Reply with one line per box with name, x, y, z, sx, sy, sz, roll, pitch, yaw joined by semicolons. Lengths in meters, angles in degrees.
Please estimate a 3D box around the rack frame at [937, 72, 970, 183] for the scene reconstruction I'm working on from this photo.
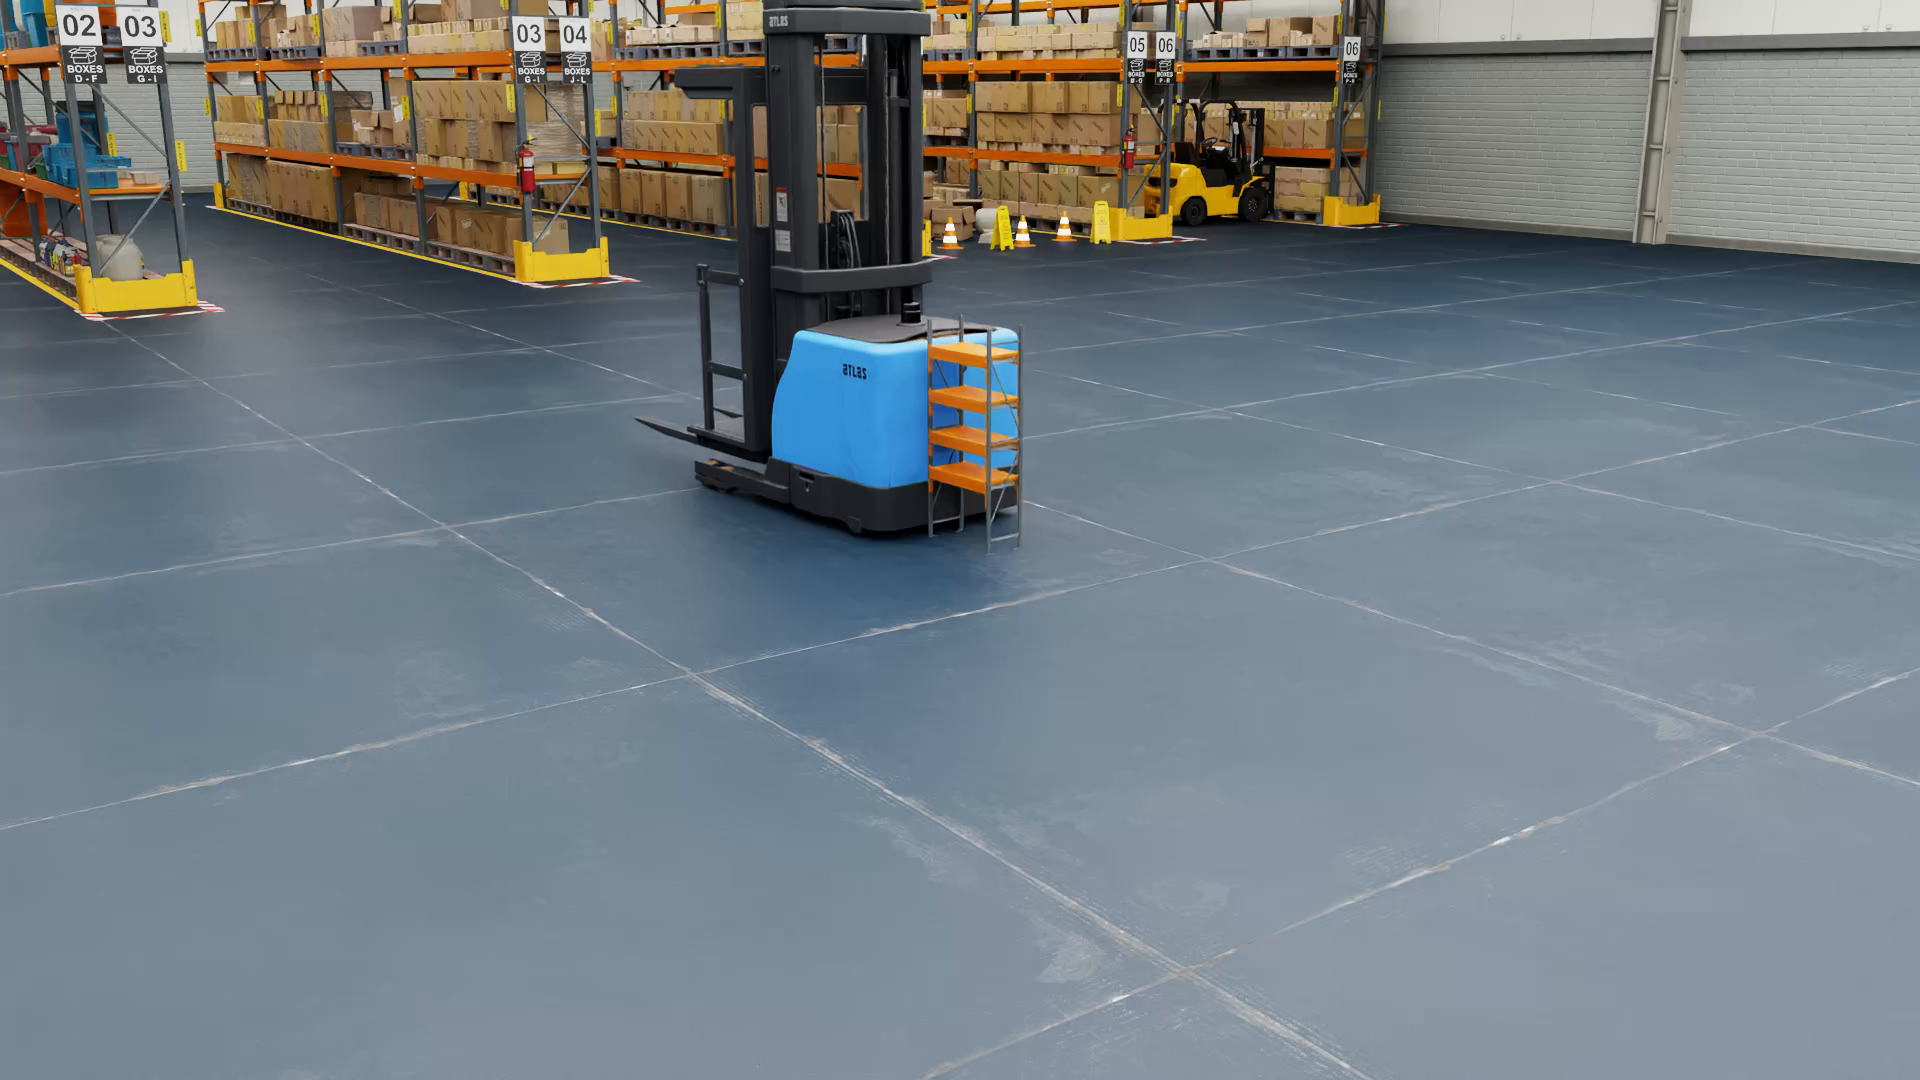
rack frame;-0.081;-9.666;38.709;1.000;3.000;0.127;-11;19;-35

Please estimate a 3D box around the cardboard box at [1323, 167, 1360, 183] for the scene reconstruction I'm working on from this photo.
cardboard box;6.845;-6.594;30.004;0.500;0.250;0.500;-11;19;-35

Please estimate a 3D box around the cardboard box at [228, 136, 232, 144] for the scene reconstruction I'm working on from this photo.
cardboard box;-13.914;-7.743;32.160;0.380;0.149;0.250;-11;19;-36

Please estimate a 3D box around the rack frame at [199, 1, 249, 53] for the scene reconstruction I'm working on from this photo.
rack frame;-14.462;-11.104;32.599;1.000;3.000;0.127;-11;19;-35

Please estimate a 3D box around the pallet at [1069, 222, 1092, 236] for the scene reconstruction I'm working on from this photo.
pallet;2.468;-5.182;27.610;1.003;0.211;1.213;-11;19;-35

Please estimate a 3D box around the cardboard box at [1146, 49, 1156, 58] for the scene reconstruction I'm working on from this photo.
cardboard box;3.030;-7.779;26.609;0.380;0.149;0.250;-11;19;-34

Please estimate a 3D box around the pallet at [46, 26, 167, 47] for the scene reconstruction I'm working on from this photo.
pallet;-9.468;-5.572;18.429;1.003;0.211;1.213;-11;19;-35

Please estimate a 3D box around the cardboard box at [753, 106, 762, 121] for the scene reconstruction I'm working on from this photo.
cardboard box;-2.728;-6.806;25.930;0.875;0.550;0.550;-11;19;-35

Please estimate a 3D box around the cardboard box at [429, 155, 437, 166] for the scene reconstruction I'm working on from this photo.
cardboard box;-7.217;-5.330;23.342;0.380;0.149;0.250;-11;19;-35

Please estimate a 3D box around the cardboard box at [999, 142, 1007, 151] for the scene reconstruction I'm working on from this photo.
cardboard box;0.907;-6.850;28.897;0.380;0.149;0.250;-11;19;-35

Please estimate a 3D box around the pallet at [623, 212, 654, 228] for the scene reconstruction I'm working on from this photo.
pallet;-5.284;-5.725;29.594;1.003;0.211;1.213;-11;19;-35

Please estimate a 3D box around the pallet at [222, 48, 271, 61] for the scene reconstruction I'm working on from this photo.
pallet;-13.295;-9.197;31.482;1.003;0.211;1.213;-11;19;-35

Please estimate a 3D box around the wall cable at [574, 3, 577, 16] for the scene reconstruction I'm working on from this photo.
wall cable;-10.018;-13.813;42.498;0.463;3.000;0.029;-11;19;-35

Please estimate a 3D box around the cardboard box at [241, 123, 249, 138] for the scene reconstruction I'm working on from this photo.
cardboard box;-13.188;-7.700;31.247;0.500;0.250;0.500;-10;18;-33

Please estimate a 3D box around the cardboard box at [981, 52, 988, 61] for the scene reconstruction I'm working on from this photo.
cardboard box;0.595;-8.406;28.900;0.380;0.149;0.250;-11;19;-35

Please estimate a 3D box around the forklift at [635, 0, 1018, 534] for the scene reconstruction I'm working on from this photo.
forklift;-0.984;-1.774;10.005;1.130;2.935;3.031;-12;20;-38

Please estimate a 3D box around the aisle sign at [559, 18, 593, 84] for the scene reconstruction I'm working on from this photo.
aisle sign;-4.775;-6.081;20.687;0.394;0.787;0.004;-11;19;-35

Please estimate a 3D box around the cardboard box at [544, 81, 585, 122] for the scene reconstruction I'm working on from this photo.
cardboard box;-5.157;-5.627;21.308;0.500;0.500;0.500;-11;19;-35

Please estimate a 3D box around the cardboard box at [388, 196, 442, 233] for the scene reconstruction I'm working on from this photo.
cardboard box;-8.344;-5.013;25.611;0.700;0.500;0.500;-13;20;-39

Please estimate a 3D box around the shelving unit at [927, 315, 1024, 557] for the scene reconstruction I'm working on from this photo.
shelving unit;0.079;-0.561;8.853;0.258;1.200;0.503;-12;20;-38

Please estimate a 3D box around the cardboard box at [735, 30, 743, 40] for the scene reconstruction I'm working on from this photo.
cardboard box;-3.241;-7.787;25.654;0.380;0.149;0.250;-11;19;-34

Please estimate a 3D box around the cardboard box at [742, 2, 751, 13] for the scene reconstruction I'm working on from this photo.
cardboard box;-3.096;-8.118;25.354;0.380;0.149;0.250;-11;19;-35

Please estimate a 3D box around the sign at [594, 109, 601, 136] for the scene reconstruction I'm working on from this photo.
sign;-4.615;-5.295;21.102;0.100;0.325;0.005;-11;19;-35

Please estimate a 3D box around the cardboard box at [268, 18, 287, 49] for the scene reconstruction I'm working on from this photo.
cardboard box;-11.761;-8.931;29.359;0.700;0.500;0.500;-10;18;-33

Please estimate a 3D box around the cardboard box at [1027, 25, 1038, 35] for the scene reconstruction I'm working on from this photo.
cardboard box;1.341;-8.509;27.765;0.380;0.149;0.250;-11;19;-35

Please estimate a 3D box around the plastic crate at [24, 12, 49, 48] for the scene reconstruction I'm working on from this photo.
plastic crate;-10.425;-5.824;19.023;0.392;0.384;0.575;-11;19;-35

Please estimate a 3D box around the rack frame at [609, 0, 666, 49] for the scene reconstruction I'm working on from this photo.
rack frame;-5.686;-10.144;29.092;1.000;3.000;0.127;-11;19;-35

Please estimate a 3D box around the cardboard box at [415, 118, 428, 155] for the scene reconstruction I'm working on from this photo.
cardboard box;-7.191;-5.734;23.591;0.875;0.500;0.500;-11;19;-35

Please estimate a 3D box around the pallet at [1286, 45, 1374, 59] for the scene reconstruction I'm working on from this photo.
pallet;6.580;-8.662;29.528;1.003;0.211;1.213;-11;19;-35

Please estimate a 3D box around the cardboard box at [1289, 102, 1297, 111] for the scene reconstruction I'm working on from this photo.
cardboard box;6.162;-7.816;29.968;0.380;0.149;0.250;-11;19;-34

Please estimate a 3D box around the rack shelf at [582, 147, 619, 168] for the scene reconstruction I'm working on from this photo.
rack shelf;-6.862;-7.330;31.539;1.077;0.370;4.000;-11;19;-35

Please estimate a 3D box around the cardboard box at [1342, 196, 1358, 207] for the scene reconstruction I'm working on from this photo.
cardboard box;6.844;-6.115;30.148;0.500;0.250;0.500;-11;19;-34

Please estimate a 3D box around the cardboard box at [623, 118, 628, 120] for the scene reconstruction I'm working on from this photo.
cardboard box;-5.969;-7.667;30.524;0.380;0.149;0.250;-10;18;-32

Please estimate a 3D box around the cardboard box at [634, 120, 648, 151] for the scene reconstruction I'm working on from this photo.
cardboard box;-5.339;-7.053;28.972;0.500;0.500;0.500;-11;19;-35

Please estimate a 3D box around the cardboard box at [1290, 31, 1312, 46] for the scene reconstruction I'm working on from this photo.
cardboard box;6.093;-8.920;29.572;0.396;0.266;0.258;-11;19;-34

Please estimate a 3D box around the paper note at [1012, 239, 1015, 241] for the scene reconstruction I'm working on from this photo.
paper note;0.796;-4.793;26.529;0.142;0.019;0.148;10;18;33

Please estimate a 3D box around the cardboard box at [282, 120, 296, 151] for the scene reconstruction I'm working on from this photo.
cardboard box;-11.451;-7.053;28.974;0.500;0.500;0.500;-11;19;-36

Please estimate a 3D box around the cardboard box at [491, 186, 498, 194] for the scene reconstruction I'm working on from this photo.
cardboard box;-9.604;-7.351;34.858;0.380;0.149;0.250;-12;19;-37

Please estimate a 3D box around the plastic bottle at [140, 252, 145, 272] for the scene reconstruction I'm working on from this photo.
plastic bottle;-9.874;-3.357;19.993;0.097;0.271;0.097;0;15;0

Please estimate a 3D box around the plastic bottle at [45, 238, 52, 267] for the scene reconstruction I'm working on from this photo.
plastic bottle;-11.273;-3.577;20.647;0.144;0.351;0.185;-10;18;-33

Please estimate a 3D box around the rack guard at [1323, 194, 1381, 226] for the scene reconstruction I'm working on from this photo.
rack guard;6.989;-5.892;29.658;1.175;0.500;0.348;-11;19;-35

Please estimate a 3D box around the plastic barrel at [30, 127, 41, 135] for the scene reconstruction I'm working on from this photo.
plastic barrel;-12.987;-5.601;23.645;0.421;0.512;0.421;0;15;0

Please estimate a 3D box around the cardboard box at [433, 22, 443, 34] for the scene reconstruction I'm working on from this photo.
cardboard box;-6.845;-6.874;22.355;0.380;0.149;0.250;-11;19;-36

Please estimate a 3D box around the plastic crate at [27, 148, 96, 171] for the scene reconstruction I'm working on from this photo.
plastic crate;-11.207;-4.718;20.748;0.767;0.338;0.504;-11;19;-35

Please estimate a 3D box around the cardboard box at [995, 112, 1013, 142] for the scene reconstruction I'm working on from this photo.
cardboard box;0.957;-7.137;28.717;0.500;0.500;0.500;-11;19;-35

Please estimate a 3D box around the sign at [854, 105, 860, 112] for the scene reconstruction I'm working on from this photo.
sign;-1.430;-6.133;23.161;0.100;0.325;0.005;-11;19;-35

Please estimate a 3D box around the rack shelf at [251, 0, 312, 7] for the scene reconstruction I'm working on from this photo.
rack shelf;-10.934;-9.283;28.066;1.077;0.370;4.000;-11;19;-35

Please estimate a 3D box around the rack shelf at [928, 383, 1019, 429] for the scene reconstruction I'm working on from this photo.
rack shelf;0.079;-0.712;8.812;0.258;0.148;0.480;-12;20;-38

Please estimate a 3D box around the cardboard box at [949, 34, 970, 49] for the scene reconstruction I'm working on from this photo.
cardboard box;0.150;-8.865;29.591;0.500;0.250;0.500;-11;19;-36

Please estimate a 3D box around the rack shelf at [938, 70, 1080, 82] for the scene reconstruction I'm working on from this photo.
rack shelf;1.095;-10.338;36.847;1.077;0.370;4.000;-11;19;-35

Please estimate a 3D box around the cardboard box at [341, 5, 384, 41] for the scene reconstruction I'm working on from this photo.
cardboard box;-9.093;-7.883;25.376;0.500;0.500;0.500;-12;19;-36

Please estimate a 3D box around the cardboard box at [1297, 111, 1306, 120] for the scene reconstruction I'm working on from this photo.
cardboard box;6.267;-7.610;29.779;0.380;0.149;0.250;-10;18;-34

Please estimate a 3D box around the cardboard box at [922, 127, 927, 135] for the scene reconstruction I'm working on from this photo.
cardboard box;-0.504;-7.554;30.676;0.380;0.149;0.250;-11;19;-35

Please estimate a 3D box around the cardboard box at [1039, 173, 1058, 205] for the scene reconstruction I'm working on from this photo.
cardboard box;1.679;-5.920;28.017;0.500;0.500;0.500;-11;19;-36

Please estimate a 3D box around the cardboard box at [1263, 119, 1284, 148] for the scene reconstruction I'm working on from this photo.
cardboard box;5.874;-7.437;30.378;0.500;0.500;0.500;-11;19;-36
